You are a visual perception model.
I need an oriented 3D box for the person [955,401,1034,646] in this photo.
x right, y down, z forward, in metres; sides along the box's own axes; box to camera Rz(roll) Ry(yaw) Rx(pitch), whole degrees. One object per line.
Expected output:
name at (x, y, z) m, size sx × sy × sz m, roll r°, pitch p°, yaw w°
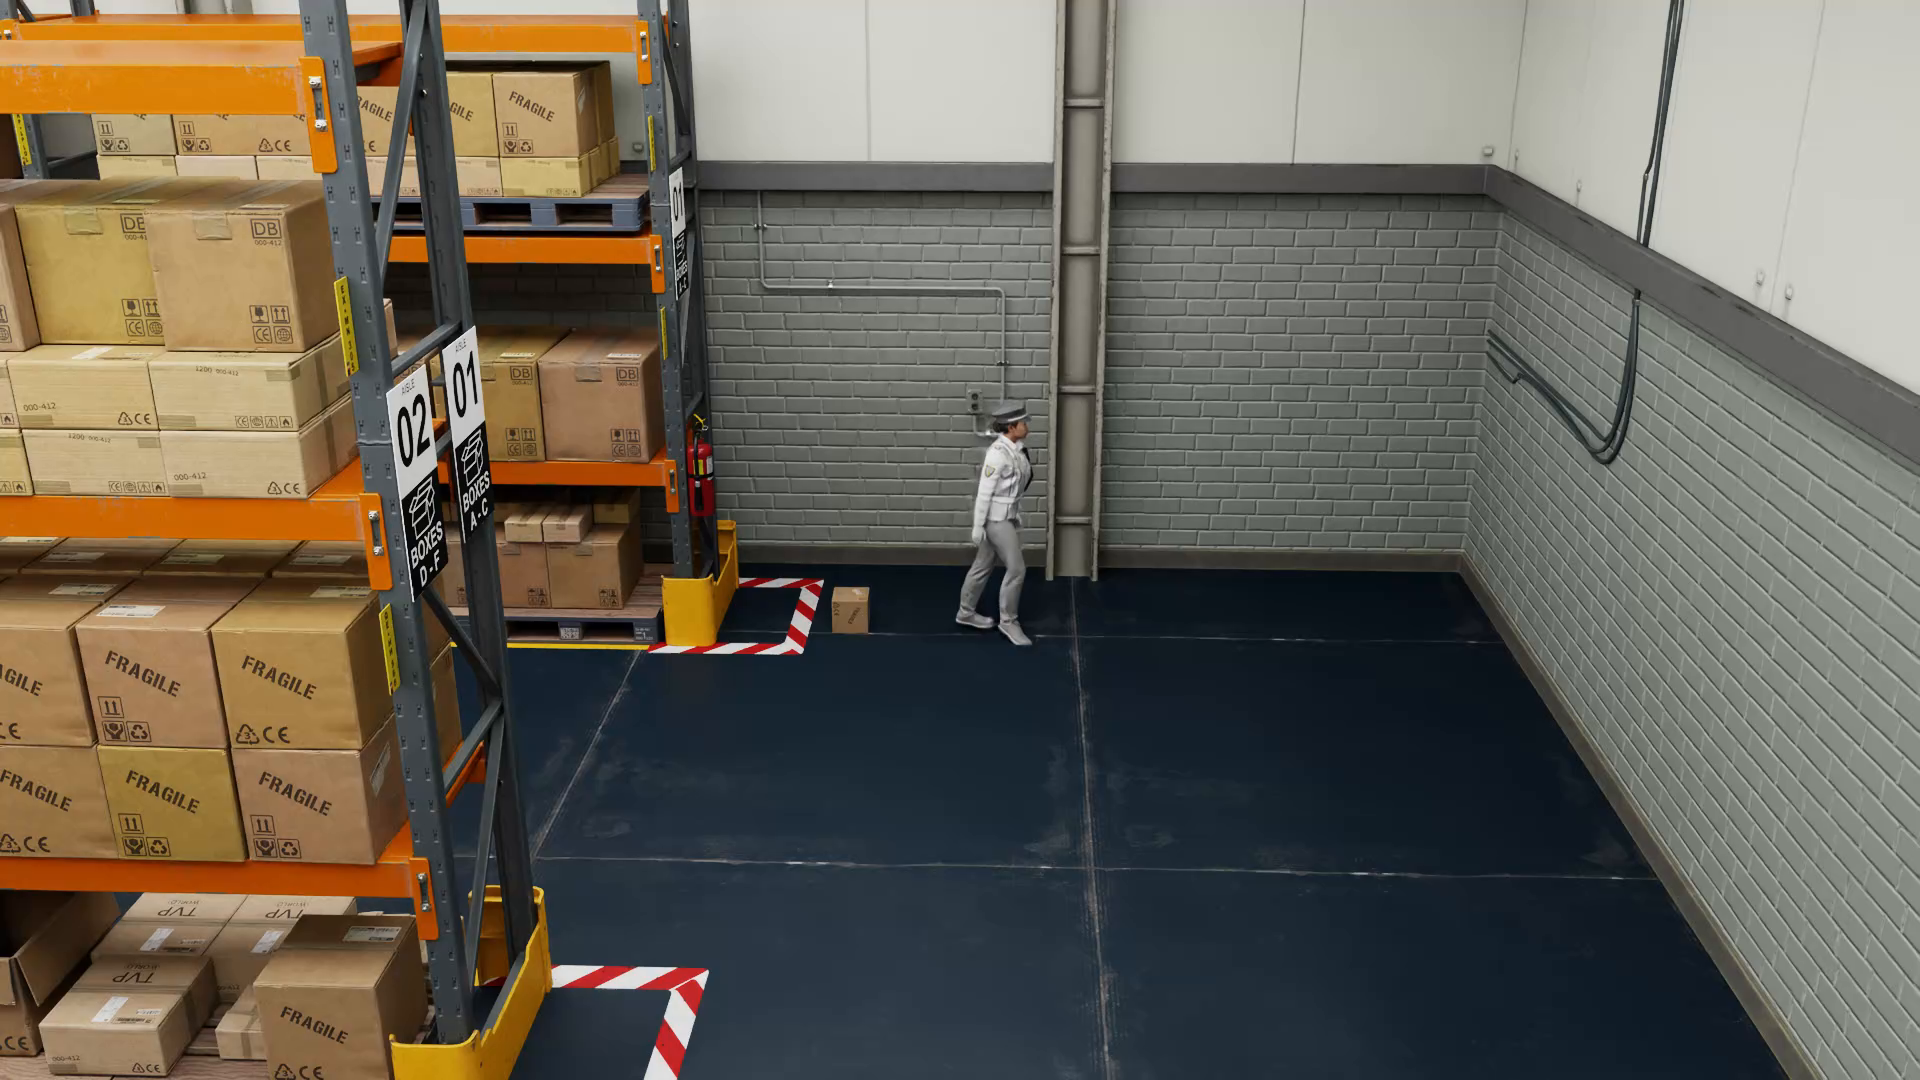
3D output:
person at (0.256, -0.133, 11.443) m, size 0.570 × 1.715 × 0.508 m, roll 4°, pitch 21°, yaw 11°
